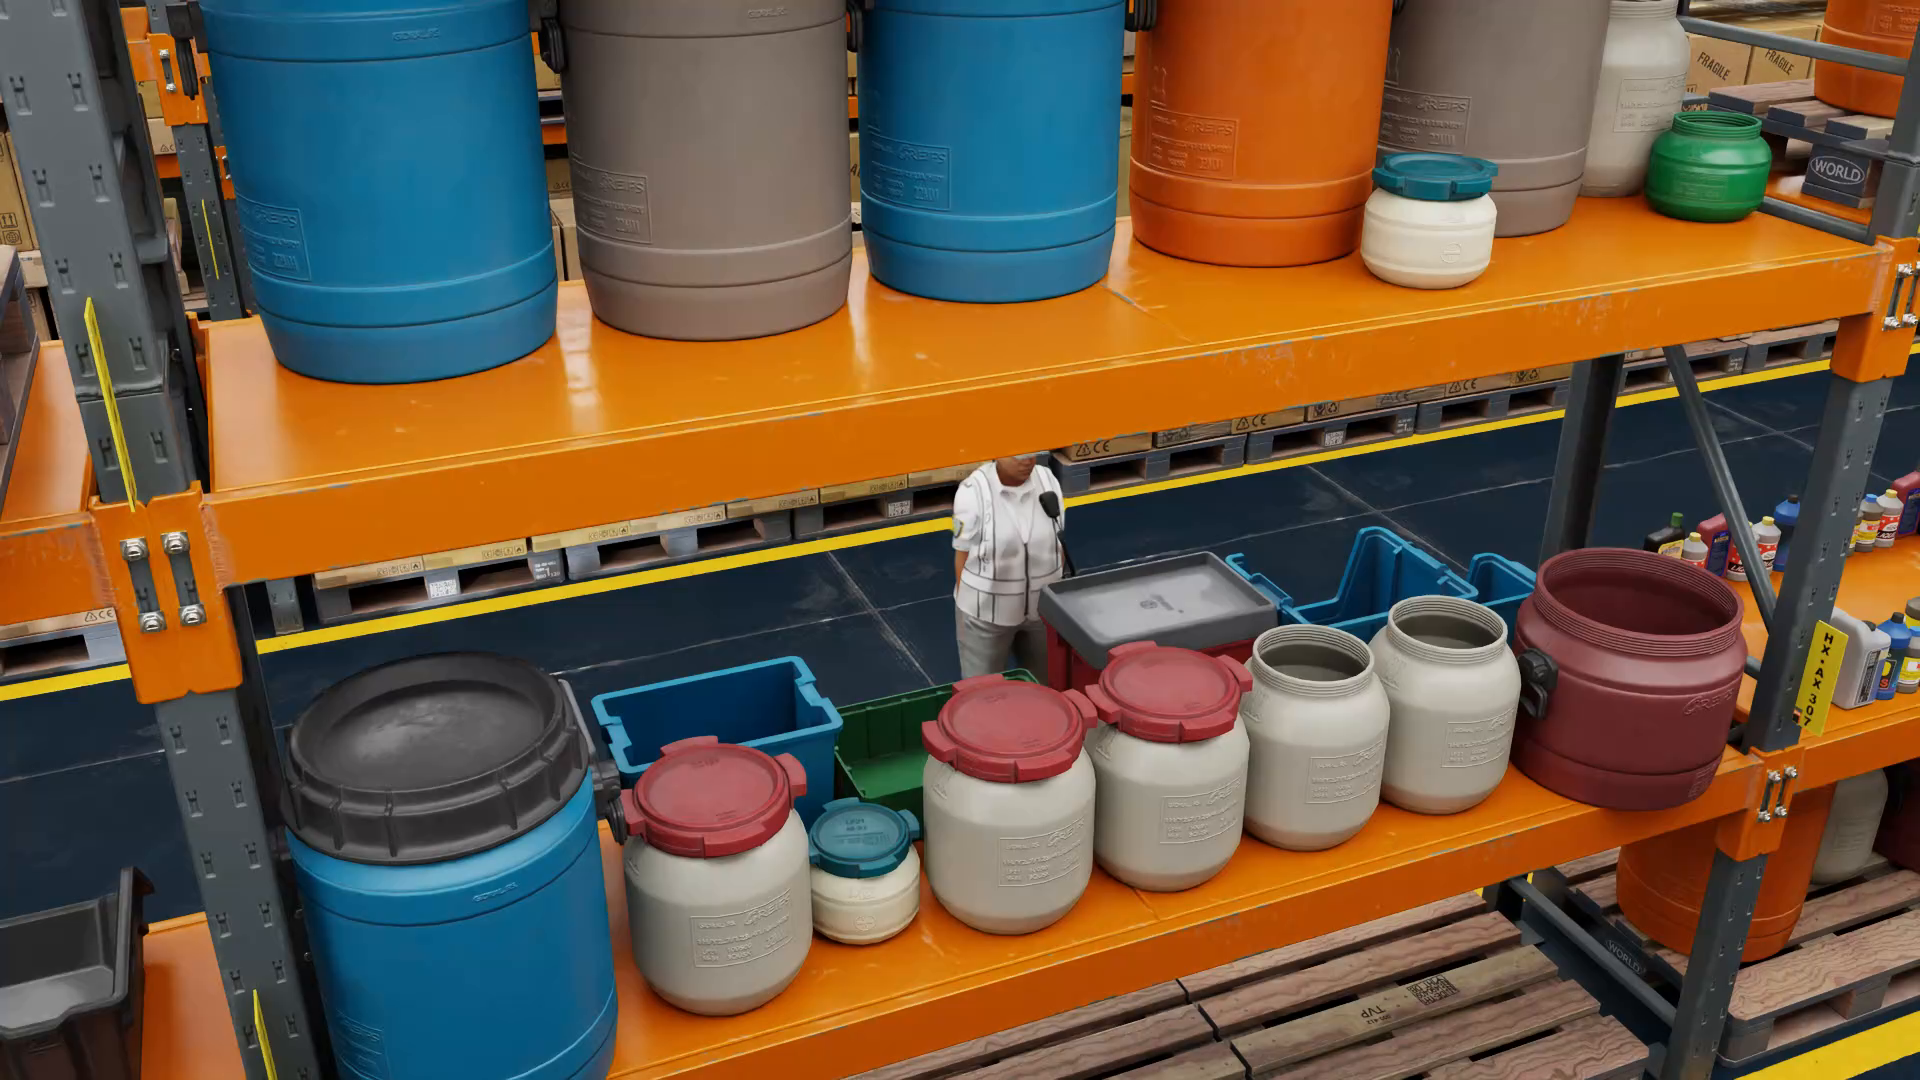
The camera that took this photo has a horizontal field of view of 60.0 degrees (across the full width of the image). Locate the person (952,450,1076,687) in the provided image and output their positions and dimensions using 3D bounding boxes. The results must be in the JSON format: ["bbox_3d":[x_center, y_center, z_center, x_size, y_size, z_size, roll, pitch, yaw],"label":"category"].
[{"bbox_3d":[0.210,0.281,6.556,0.467,1.669,0.390,-10,28,-19],"label":"person"}]
